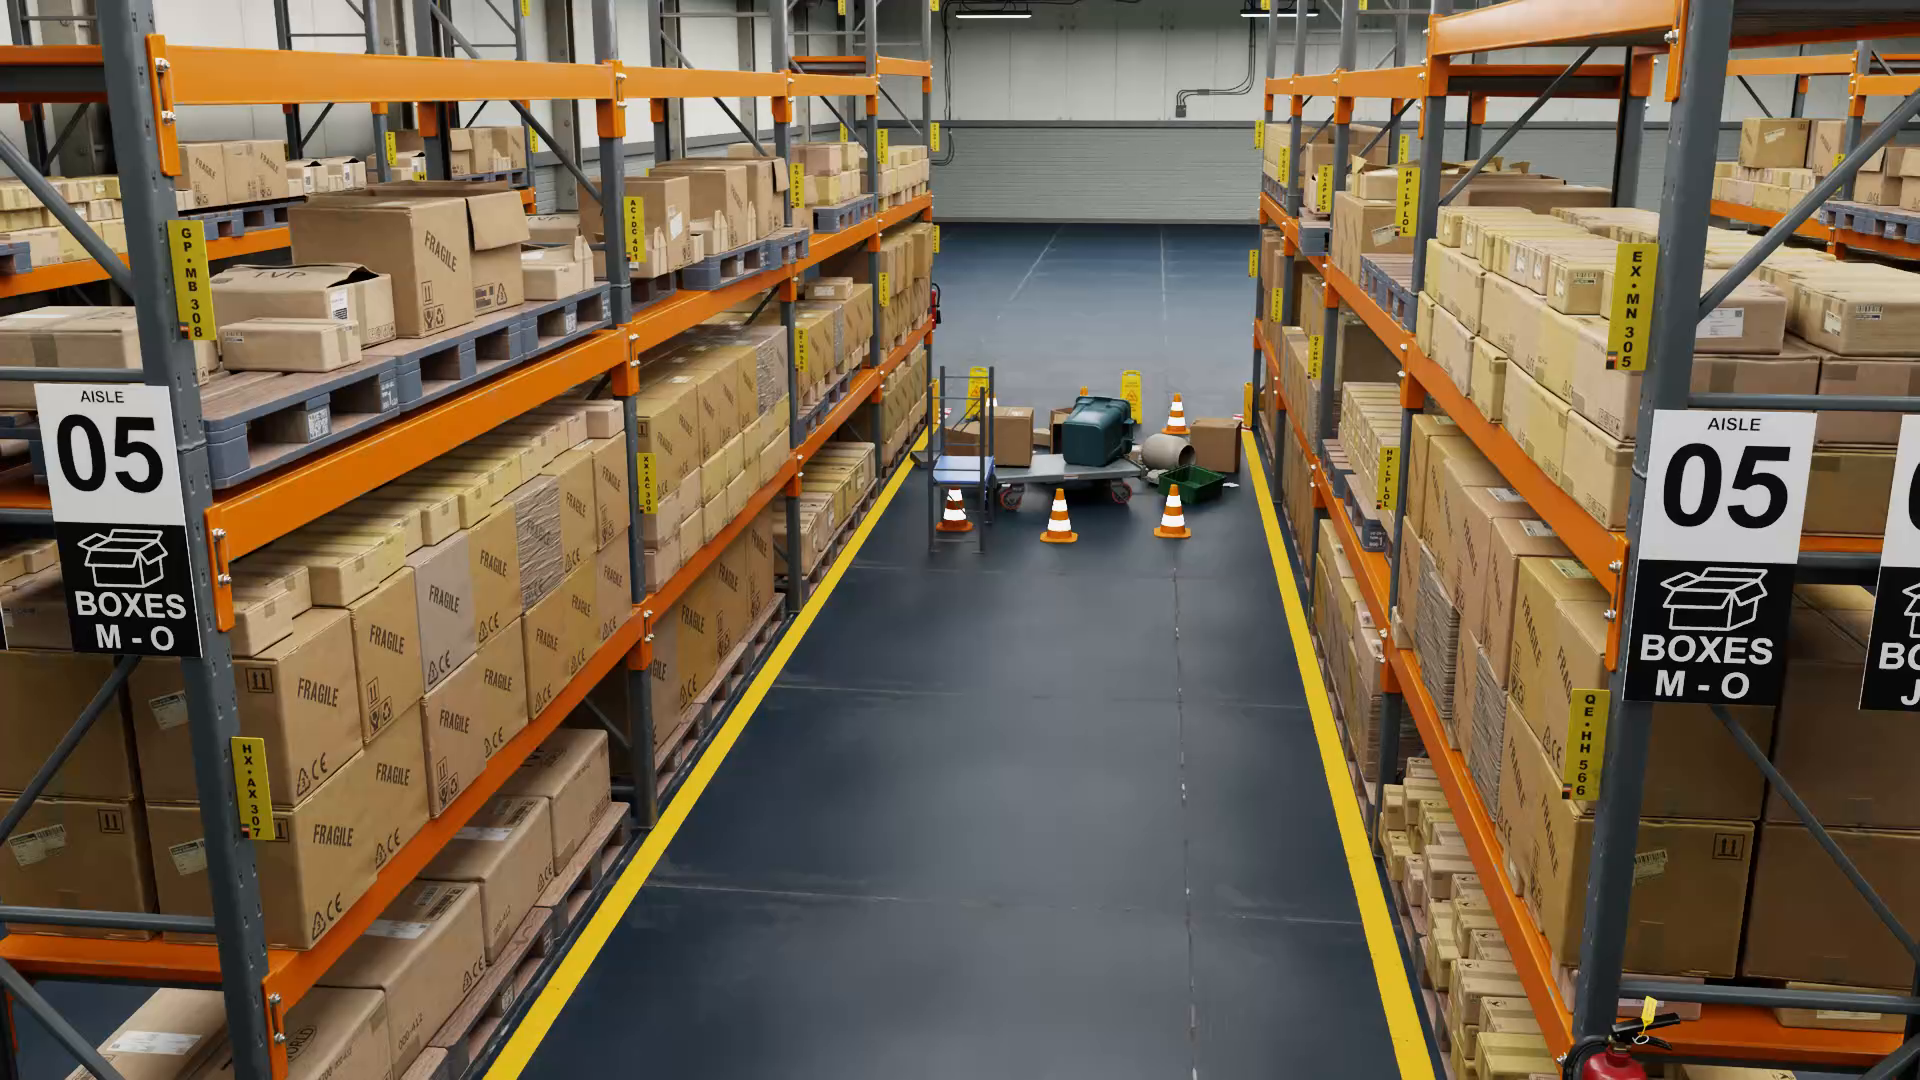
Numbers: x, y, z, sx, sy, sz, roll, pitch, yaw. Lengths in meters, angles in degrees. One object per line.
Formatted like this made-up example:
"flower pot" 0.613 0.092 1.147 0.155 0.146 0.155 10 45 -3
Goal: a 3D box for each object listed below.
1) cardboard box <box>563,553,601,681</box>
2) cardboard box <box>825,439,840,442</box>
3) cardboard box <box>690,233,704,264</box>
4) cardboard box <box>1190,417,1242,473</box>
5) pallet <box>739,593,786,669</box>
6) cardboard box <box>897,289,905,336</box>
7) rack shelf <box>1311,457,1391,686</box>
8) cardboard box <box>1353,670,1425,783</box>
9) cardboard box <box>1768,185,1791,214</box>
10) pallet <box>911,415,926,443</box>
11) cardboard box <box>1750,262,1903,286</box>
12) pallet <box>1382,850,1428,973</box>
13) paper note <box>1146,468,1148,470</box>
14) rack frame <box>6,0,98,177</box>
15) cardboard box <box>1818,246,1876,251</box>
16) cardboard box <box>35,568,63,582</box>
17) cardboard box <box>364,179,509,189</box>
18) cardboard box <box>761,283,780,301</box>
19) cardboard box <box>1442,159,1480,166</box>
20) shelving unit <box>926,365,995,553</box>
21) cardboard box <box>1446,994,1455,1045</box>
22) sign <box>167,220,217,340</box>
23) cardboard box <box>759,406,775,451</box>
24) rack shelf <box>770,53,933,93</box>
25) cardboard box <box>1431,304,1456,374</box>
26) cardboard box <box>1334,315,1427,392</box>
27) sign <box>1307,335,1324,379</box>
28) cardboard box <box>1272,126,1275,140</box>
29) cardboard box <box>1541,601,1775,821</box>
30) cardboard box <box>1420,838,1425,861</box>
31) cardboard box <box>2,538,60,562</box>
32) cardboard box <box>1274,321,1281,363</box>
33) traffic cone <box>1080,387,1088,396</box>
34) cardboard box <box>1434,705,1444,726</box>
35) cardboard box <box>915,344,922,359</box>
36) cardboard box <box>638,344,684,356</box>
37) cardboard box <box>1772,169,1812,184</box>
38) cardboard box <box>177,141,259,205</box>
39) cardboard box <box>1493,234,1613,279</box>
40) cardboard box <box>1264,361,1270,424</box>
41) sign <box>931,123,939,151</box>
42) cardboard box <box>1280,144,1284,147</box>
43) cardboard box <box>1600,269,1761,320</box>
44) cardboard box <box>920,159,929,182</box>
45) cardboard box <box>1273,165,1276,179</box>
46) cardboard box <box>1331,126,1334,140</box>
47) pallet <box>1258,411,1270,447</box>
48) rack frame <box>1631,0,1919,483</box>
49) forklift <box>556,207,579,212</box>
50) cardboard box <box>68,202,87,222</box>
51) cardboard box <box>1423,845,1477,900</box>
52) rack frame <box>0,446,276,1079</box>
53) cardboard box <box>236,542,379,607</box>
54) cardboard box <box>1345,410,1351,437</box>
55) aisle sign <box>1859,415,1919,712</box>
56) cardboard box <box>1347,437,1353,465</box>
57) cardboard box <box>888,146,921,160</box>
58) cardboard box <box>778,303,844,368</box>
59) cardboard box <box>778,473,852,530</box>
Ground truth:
"cardboard box" -2.055 0.355 7.997 0.500 0.500 0.500 1 15 5
"cardboard box" -1.502 -0.969 17.551 0.500 0.250 0.500 2 15 9
"cardboard box" -1.714 -1.713 9.737 0.380 0.166 0.250 1 15 2
"cardboard box" 2.784 -1.040 18.135 0.500 0.500 0.500 4 16 16
"pallet" -1.917 0.653 12.430 1.003 0.211 1.213 2 15 6
"cardboard box" -0.872 -2.491 17.954 0.500 0.500 0.500 2 15 6
"rack shelf" 2.951 0.090 10.547 1.077 0.370 4.000 2 15 6
"cardboard box" 2.559 1.066 9.544 0.500 0.500 0.500 1 15 5
"cardboard box" 8.459 -3.410 16.654 0.500 0.250 0.500 2 15 6
"pallet" -0.986 -1.395 20.003 1.003 0.211 1.213 2 15 6
"cardboard box" 2.715 -0.784 5.223 0.380 0.149 0.250 2 15 7
"pallet" 2.685 1.783 8.251 1.003 0.211 1.213 2 15 6
"paper note" 1.963 -0.782 18.099 0.172 0.023 0.155 7 17 25
"rack frame" -6.686 -3.936 12.568 1.000 3.000 0.127 2 15 6
"cardboard box" 8.960 -2.684 16.752 0.500 0.500 0.500 2 15 6
"cardboard box" -2.810 0.170 5.524 0.380 0.149 0.250 2 15 7
"cardboard box" -2.479 -1.459 7.963 0.500 0.500 0.500 2 15 7
"cardboard box" -1.726 -2.244 14.993 0.380 0.149 0.250 3 15 9
"cardboard box" 3.389 -2.529 11.451 0.396 0.266 0.258 2 15 6
"shelving unit" 0.017 -0.751 15.127 0.538 1.500 1.048 1 16 5
"cardboard box" 2.202 1.992 6.795 0.380 0.149 0.250 2 15 7
"sign" -2.105 -0.711 4.558 0.100 0.325 0.005 2 15 6
"cardboard box" -1.609 -0.798 11.784 0.500 0.250 0.500 1 15 5
"rack shelf" -1.076 -4.998 17.880 1.077 0.370 4.000 2 15 6
"cardboard box" 2.363 -0.871 7.266 0.500 0.250 0.500 1 15 5
"cardboard box" 3.237 -1.423 12.658 0.700 0.500 0.500 2 15 6
"sign" 2.625 -1.350 12.278 0.100 0.325 0.005 2 15 6
"cardboard box" 3.581 -4.406 18.010 0.380 0.149 0.250 2 15 6
"cardboard box" 2.078 0.499 4.982 0.500 0.500 0.500 1 15 5
"cardboard box" 2.435 1.509 8.010 0.380 0.149 0.250 2 15 6
"cardboard box" -6.666 0.057 12.036 0.380 0.149 0.250 1 15 5
"cardboard box" 3.697 -2.125 17.074 0.875 0.550 0.550 2 15 6
"traffic cone" 1.524 -1.651 20.471 0.336 0.463 0.334 2 15 6
"cardboard box" 2.305 0.721 7.319 0.380 0.149 0.250 2 15 7
"cardboard box" -0.656 -2.208 19.452 0.380 0.149 0.250 2 15 8
"cardboard box" -2.172 -1.043 11.252 0.500 0.500 0.500 2 15 8
"cardboard box" 8.556 -3.711 17.004 0.380 0.149 0.250 1 15 4
"cardboard box" -6.404 -3.102 14.042 0.700 0.500 0.500 1 15 5
"cardboard box" 2.239 -1.071 6.285 0.380 0.149 0.250 1 15 5
"cardboard box" 4.069 -1.850 19.610 0.875 0.875 0.875 2 15 7
"sign" -0.301 -4.824 19.900 0.100 0.325 0.005 2 15 6
"cardboard box" 3.486 -3.850 16.715 0.500 0.250 0.500 2 15 6
"cardboard box" 2.173 -0.733 5.032 0.380 0.149 0.250 1 15 5
"cardboard box" -0.640 -4.349 19.556 0.500 0.250 0.500 2 15 6
"cardboard box" 3.523 -3.890 17.630 0.380 0.149 0.250 2 15 6
"cardboard box" 4.263 -4.453 18.181 0.380 0.149 0.250 2 15 6
"pallet" 4.067 -1.295 19.633 1.003 0.211 1.213 2 15 6
"rack frame" 2.274 -1.597 3.915 1.000 3.000 0.127 2 15 6
"forklift" -3.367 -1.768 16.175 1.130 2.935 3.031 -1 15 -3
"cardboard box" -6.590 -2.375 12.065 0.380 0.149 0.250 2 15 8
"cardboard box" 2.294 1.500 7.473 0.380 0.149 0.250 2 15 7
"rack frame" -2.656 1.180 5.141 1.000 3.000 0.127 2 15 6
"cardboard box" -2.239 0.118 5.719 0.380 0.149 0.250 2 15 8
"cardboard box" 2.894 -0.811 11.609 0.380 0.149 0.250 2 15 9
"aisle sign" 2.564 0.072 4.256 0.394 0.787 0.004 2 15 6
"cardboard box" 2.865 -0.607 11.426 0.380 0.149 0.250 2 15 9
"cardboard box" -0.663 -4.519 19.425 0.380 0.149 0.250 2 15 7
"cardboard box" -1.303 -1.802 14.603 0.500 0.500 0.500 1 15 4
"cardboard box" -1.513 -0.364 15.078 0.950 0.372 0.625 2 15 8
